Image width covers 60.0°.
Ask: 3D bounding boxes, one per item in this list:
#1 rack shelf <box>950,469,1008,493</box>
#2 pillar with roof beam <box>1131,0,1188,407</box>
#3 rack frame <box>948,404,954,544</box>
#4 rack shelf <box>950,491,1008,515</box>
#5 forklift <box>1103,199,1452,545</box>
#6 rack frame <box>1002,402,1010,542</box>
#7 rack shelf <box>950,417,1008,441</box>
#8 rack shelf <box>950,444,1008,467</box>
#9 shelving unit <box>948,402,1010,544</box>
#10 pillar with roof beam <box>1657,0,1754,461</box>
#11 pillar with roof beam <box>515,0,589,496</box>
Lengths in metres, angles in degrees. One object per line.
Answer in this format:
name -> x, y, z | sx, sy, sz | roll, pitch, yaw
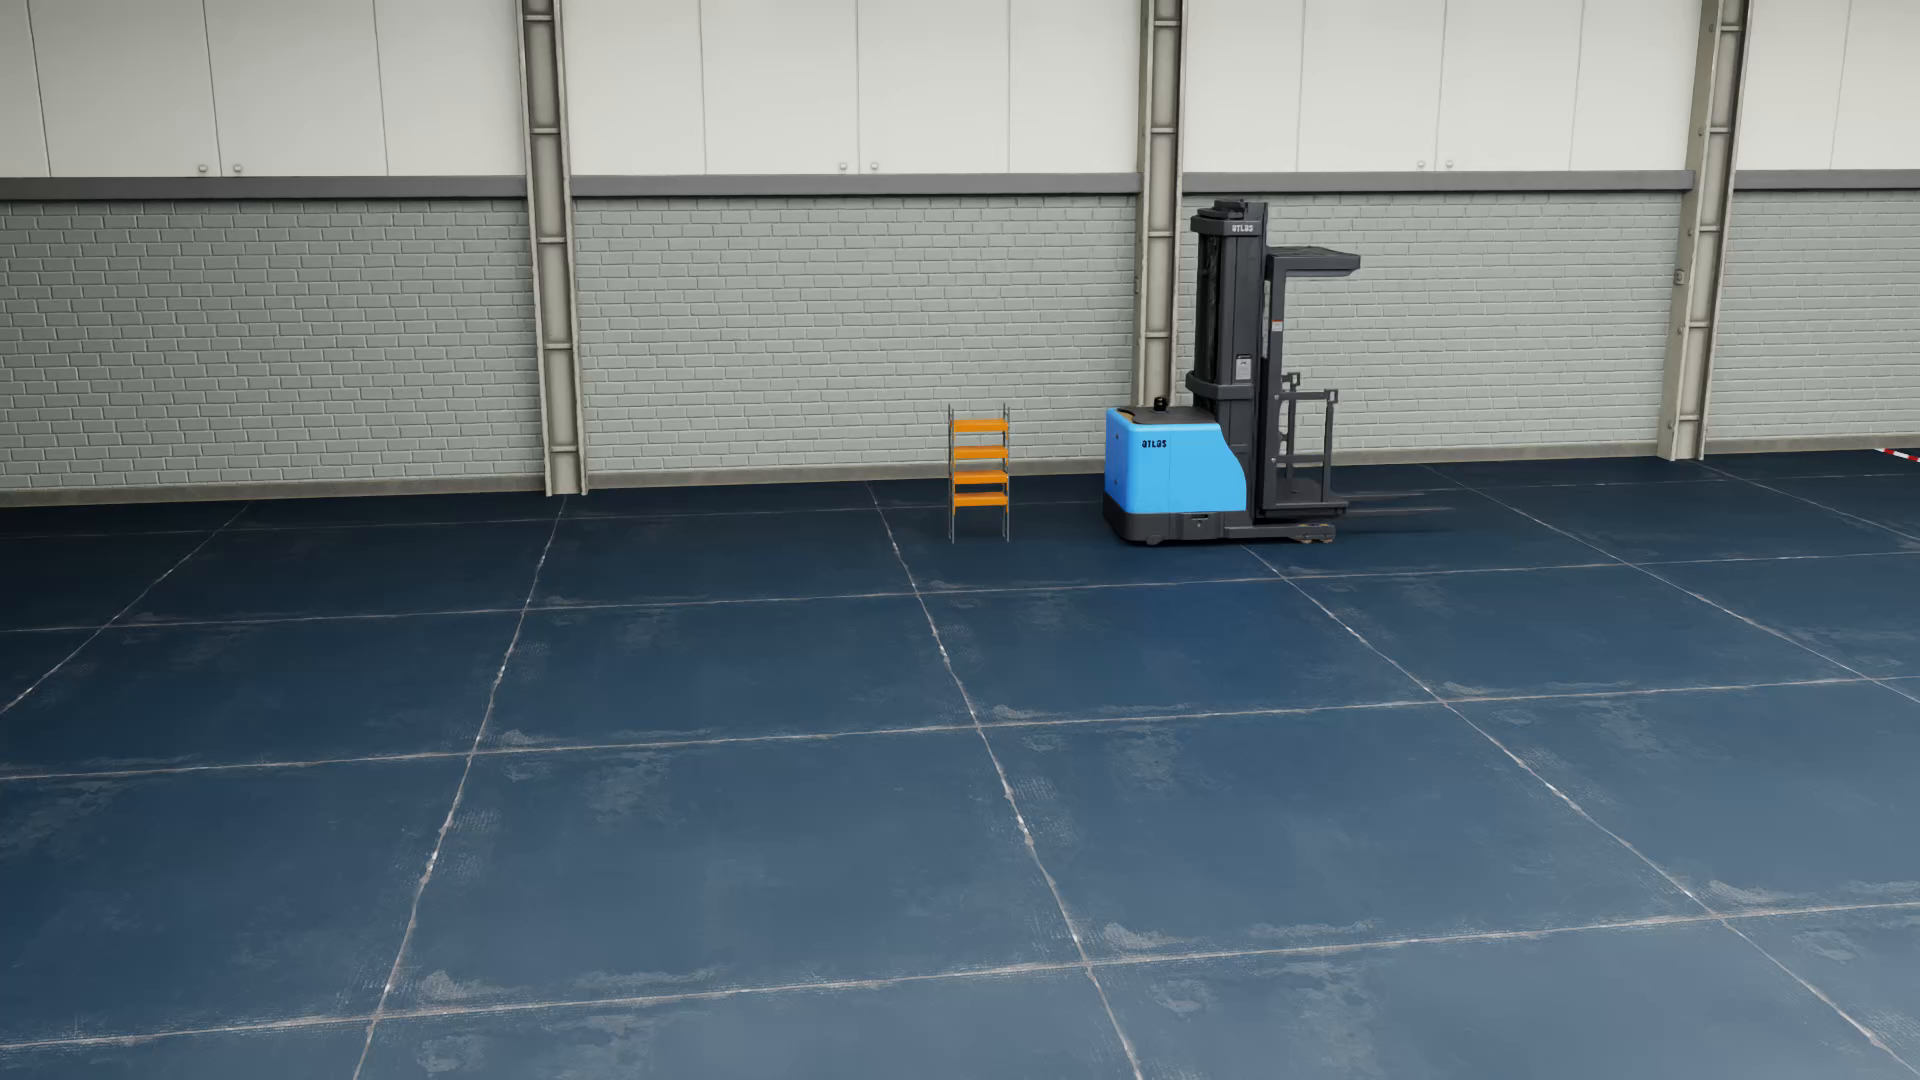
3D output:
rack shelf -> 0.164, -0.523, 14.616 | 0.480, 0.148, 0.258 | -2, 14, -8
pillar with roof beam -> 2.650, -4.024, 12.269 | 0.400, 9.000, 9.100 | -2, 14, -8
rack frame -> -0.078, -0.579, 14.565 | 0.015, 1.200, 0.240 | -2, 14, -8
rack shelf -> 0.164, -0.330, 14.664 | 0.480, 0.148, 0.258 | -2, 14, -8
forklift -> 2.871, -1.517, 14.744 | 3.031, 2.935, 1.130 | -2, 14, -7
rack frame -> 0.405, -0.597, 14.635 | 0.015, 1.200, 0.240 | -2, 14, -8
rack shelf -> 0.164, -0.969, 14.504 | 0.480, 0.148, 0.258 | -2, 14, -8
rack shelf -> 0.164, -0.740, 14.562 | 0.480, 0.148, 0.258 | -2, 14, -8
shelving unit -> 0.164, -0.588, 14.600 | 0.503, 1.200, 0.258 | -2, 14, -8
pillar with roof beam -> 8.583, -4.242, 13.136 | 0.400, 9.000, 9.100 | -2, 14, -8
pillar with roof beam -> -3.283, -3.807, 11.402 | 0.400, 9.000, 9.100 | -2, 14, -8
